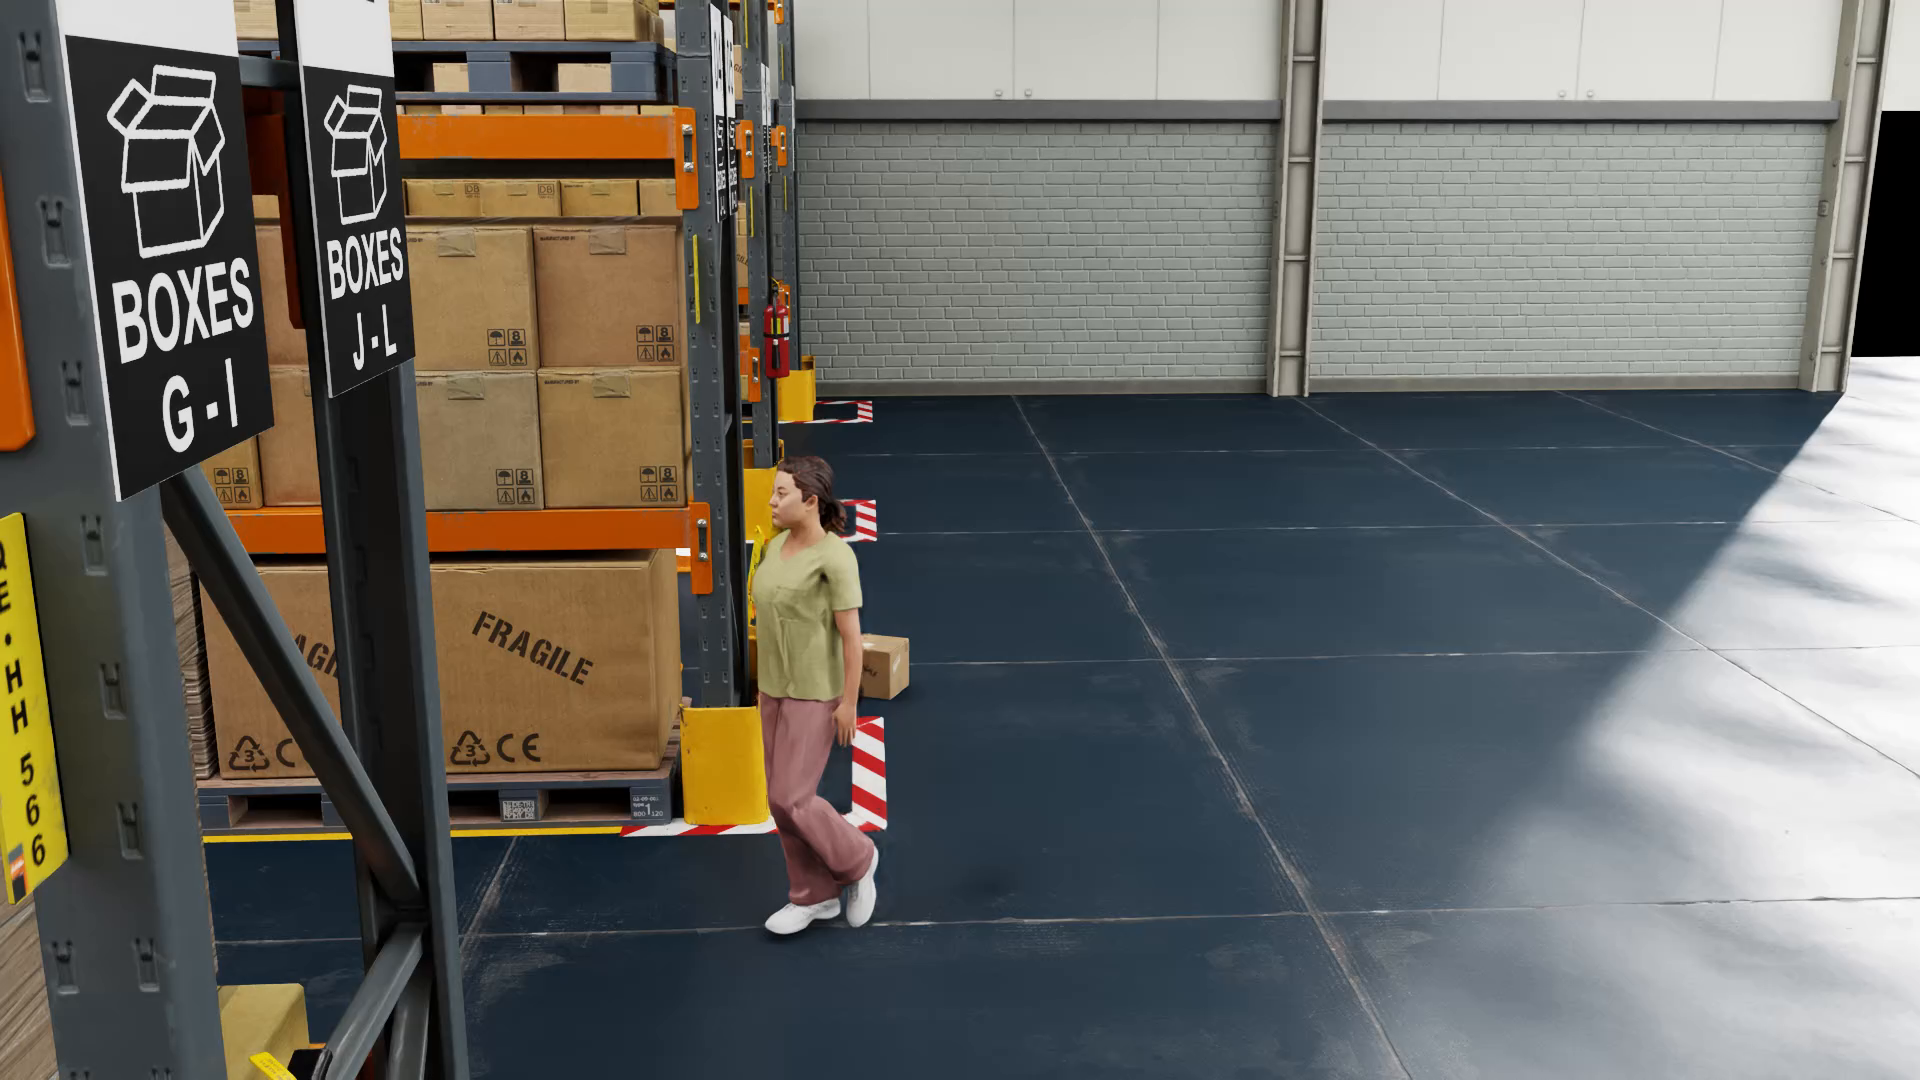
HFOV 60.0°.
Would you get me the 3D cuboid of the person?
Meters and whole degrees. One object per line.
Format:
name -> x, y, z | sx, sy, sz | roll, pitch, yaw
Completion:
person -> -0.545, 0.535, 5.688 | 0.471, 1.658, 0.475 | -12, 18, -41
